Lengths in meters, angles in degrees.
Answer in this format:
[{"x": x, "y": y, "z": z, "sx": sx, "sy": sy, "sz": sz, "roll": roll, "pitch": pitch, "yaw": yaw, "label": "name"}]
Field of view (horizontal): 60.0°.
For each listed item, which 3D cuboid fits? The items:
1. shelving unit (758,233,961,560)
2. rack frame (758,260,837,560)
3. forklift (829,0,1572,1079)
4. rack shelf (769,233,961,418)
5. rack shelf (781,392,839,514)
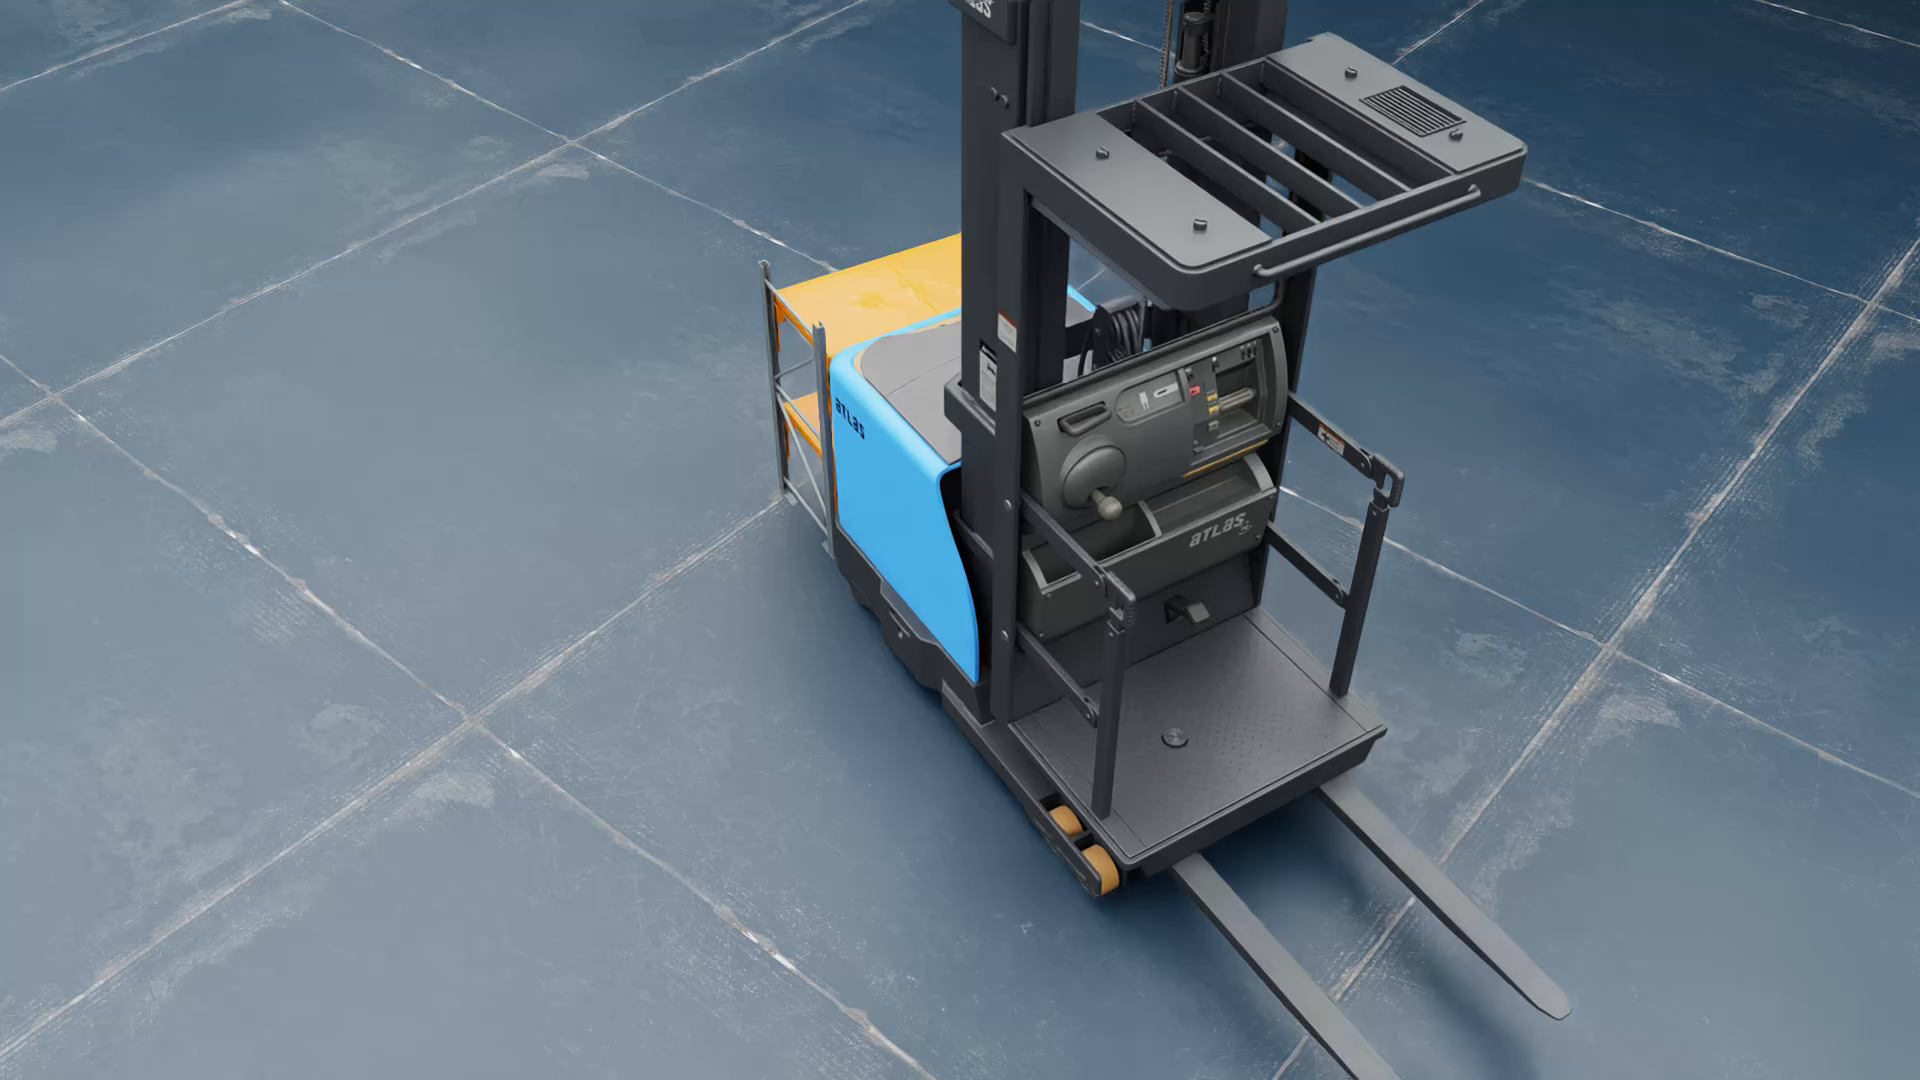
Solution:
[{"x": -0.179, "y": -0.657, "z": 6.636, "sx": 1.048, "sy": 1.125, "sz": 0.538, "roll": -21, "pitch": 46, "yaw": -22, "label": "shelving unit"}, {"x": -0.618, "y": -0.485, "z": 6.448, "sx": 0.032, "sy": 1.125, "sz": 0.500, "roll": -21, "pitch": 46, "yaw": -22, "label": "rack frame"}, {"x": 0.724, "y": -0.281, "z": 4.880, "sx": 1.130, "sy": 2.935, "sz": 3.031, "roll": -23, "pitch": 47, "yaw": -23, "label": "forklift"}, {"x": -0.179, "y": -0.874, "z": 6.440, "sx": 1.000, "sy": 0.278, "sz": 0.538, "roll": -21, "pitch": 46, "yaw": -22, "label": "rack shelf"}, {"x": -0.179, "y": -0.476, "z": 6.801, "sx": 1.000, "sy": 0.278, "sz": 0.538, "roll": -21, "pitch": 46, "yaw": -22, "label": "rack shelf"}]
